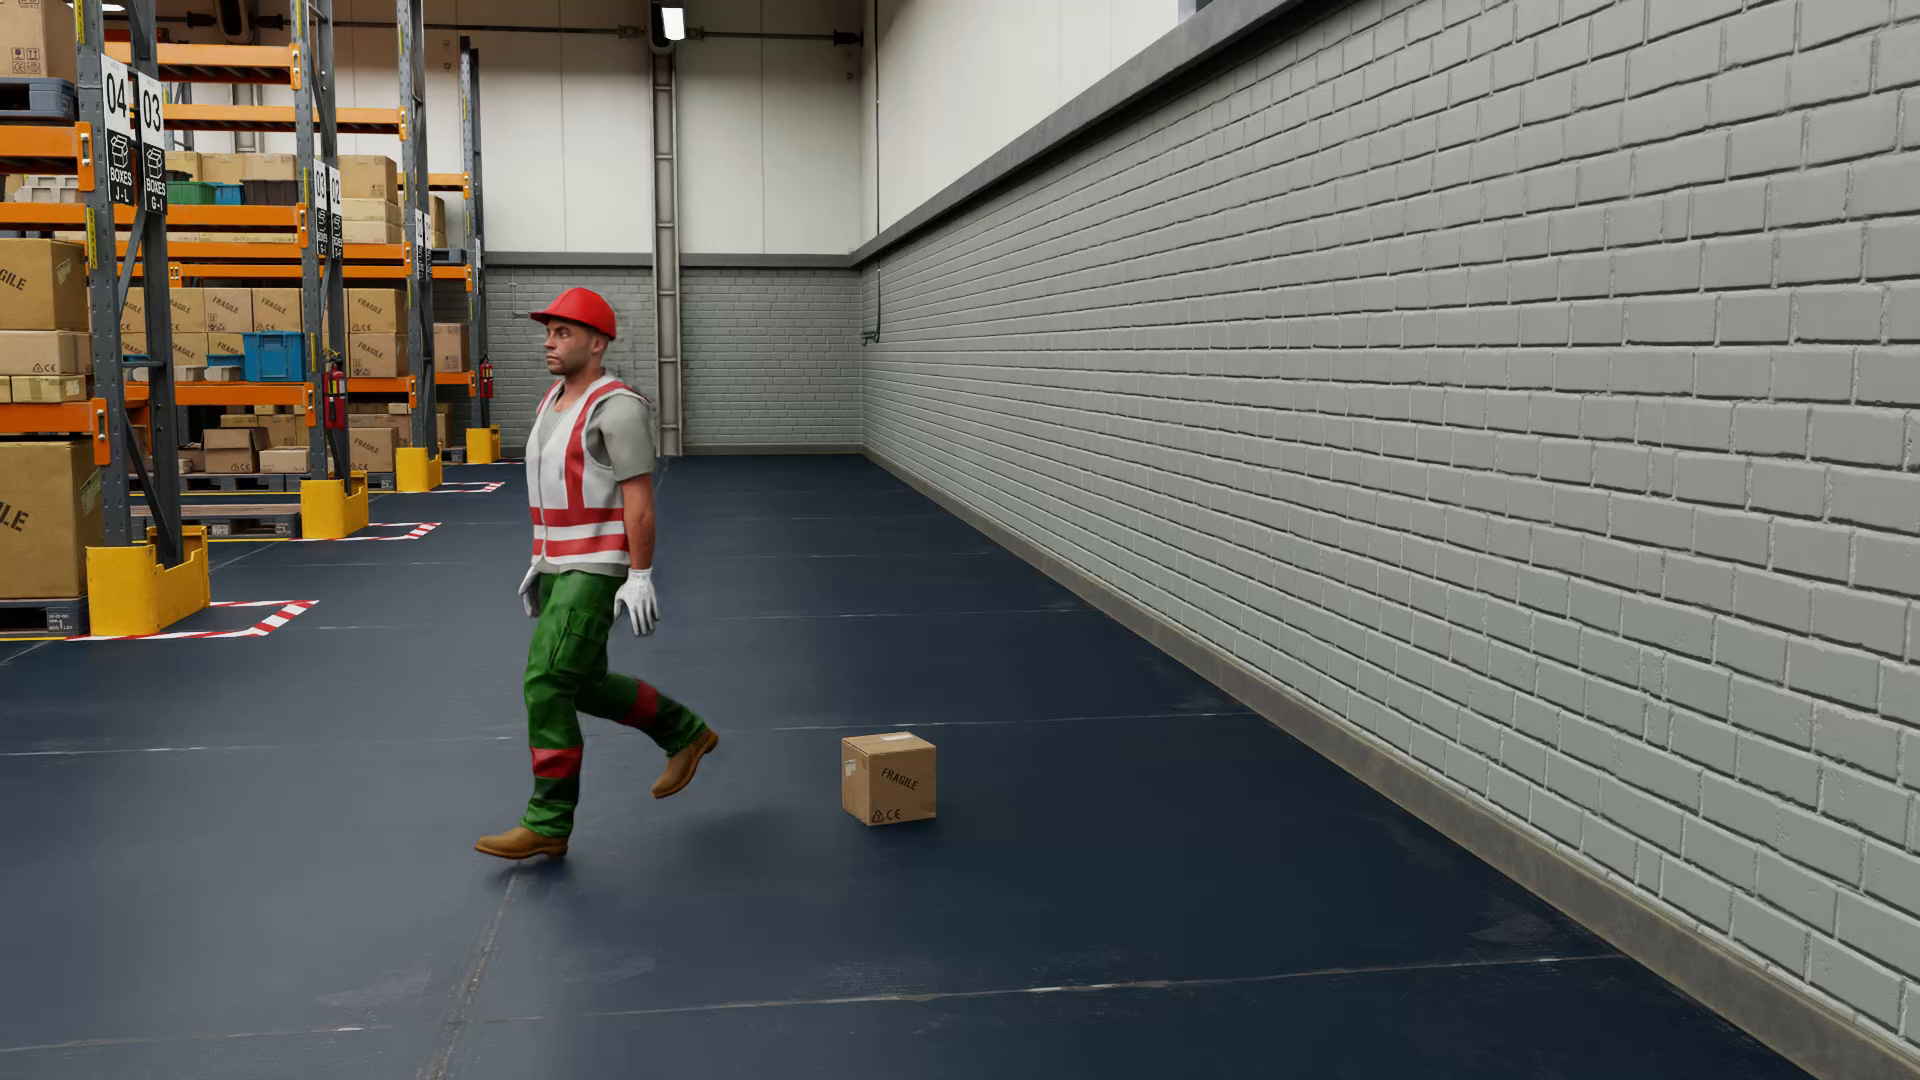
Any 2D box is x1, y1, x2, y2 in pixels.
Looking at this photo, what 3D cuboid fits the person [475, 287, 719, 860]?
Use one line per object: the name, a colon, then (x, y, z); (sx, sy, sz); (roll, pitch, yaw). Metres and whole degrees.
person: (-1.142, 0.089, 5.284); (0.929, 1.762, 0.535); (-5, 8, -39)
